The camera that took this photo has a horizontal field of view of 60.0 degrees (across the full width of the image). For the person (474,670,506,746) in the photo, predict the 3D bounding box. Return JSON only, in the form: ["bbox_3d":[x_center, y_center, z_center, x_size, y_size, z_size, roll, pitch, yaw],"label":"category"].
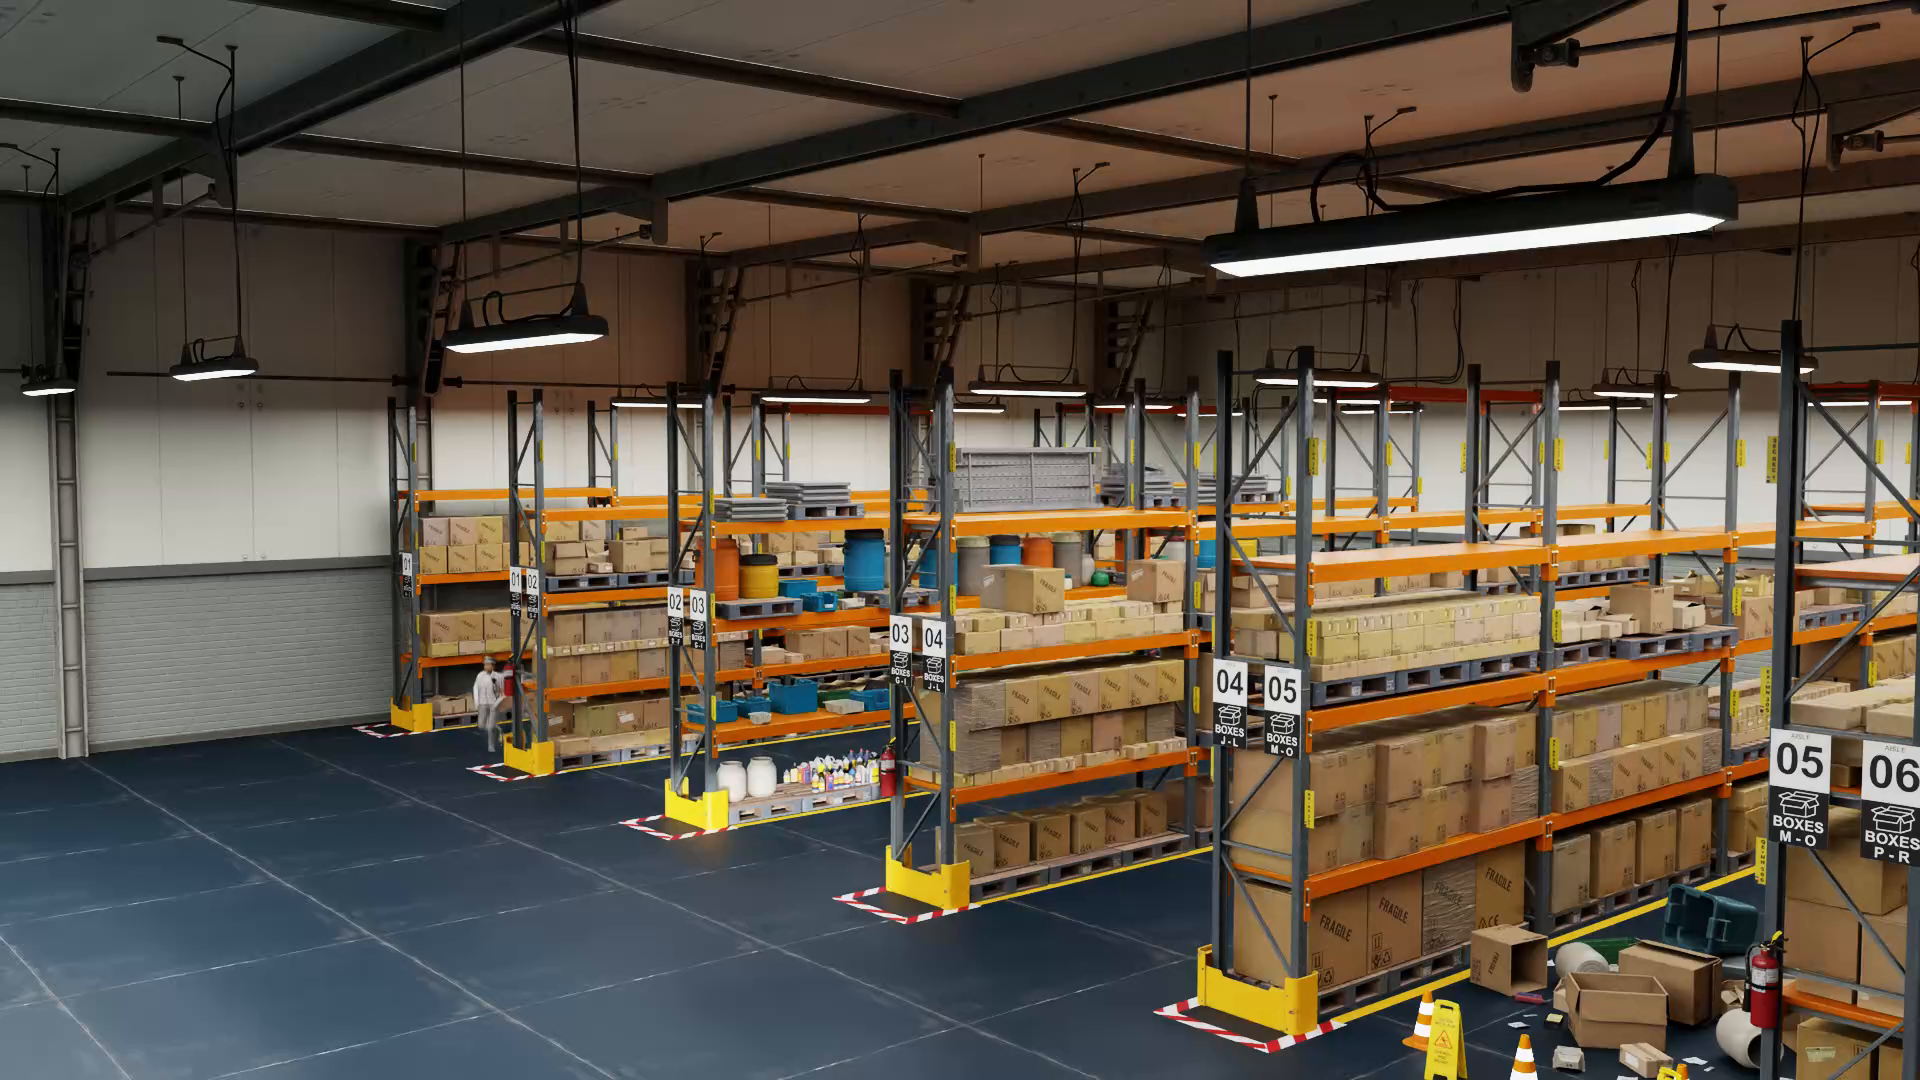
[{"bbox_3d":[-7.852,2.816,27.845,0.625,1.322,0.466,1,3,13],"label":"person"}]
